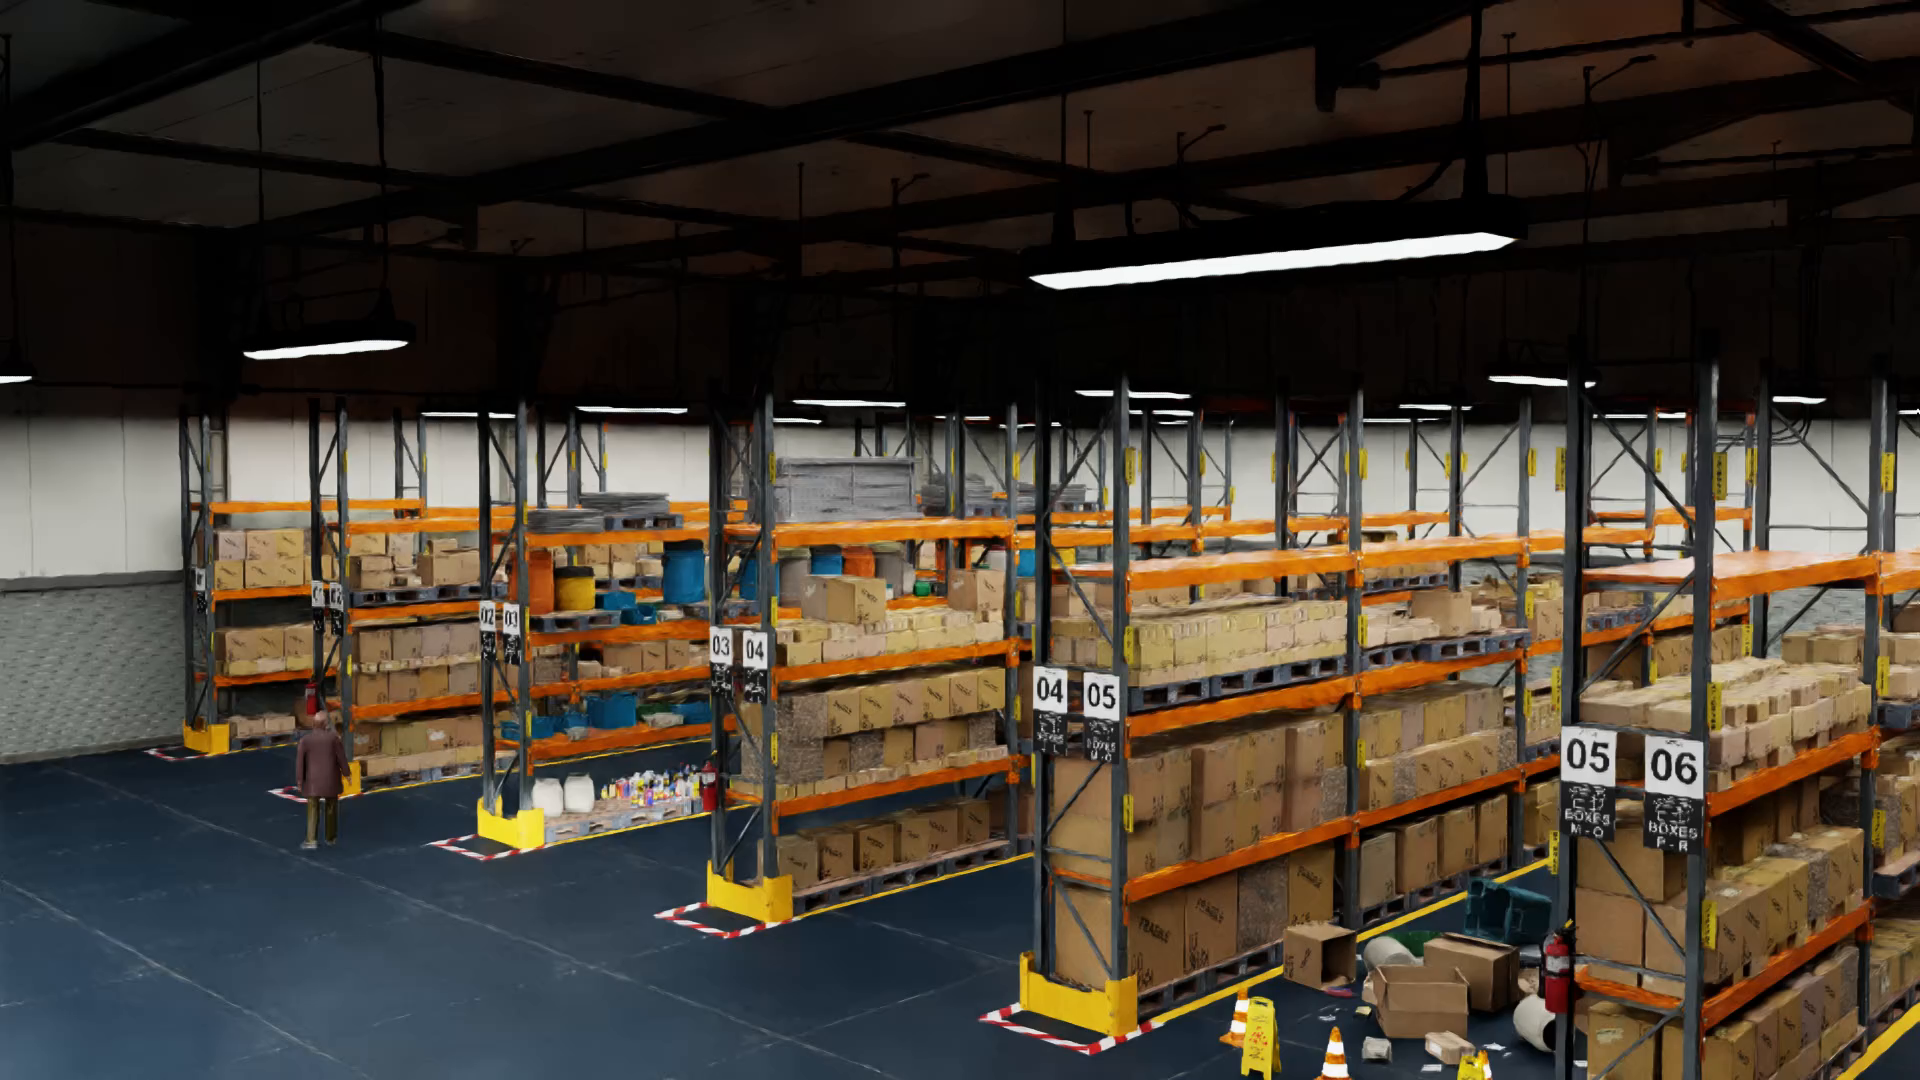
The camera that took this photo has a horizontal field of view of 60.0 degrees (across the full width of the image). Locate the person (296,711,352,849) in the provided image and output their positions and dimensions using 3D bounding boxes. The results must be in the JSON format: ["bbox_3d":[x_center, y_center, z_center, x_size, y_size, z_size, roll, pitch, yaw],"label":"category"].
[{"bbox_3d":[-8.344,3.119,21.814,0.685,1.779,0.611,-1,3,-19],"label":"person"}]

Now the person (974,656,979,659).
[{"bbox_3d":[0.430,2.591,31.942,0.425,1.781,0.604,1,3,17],"label":"person"}]
